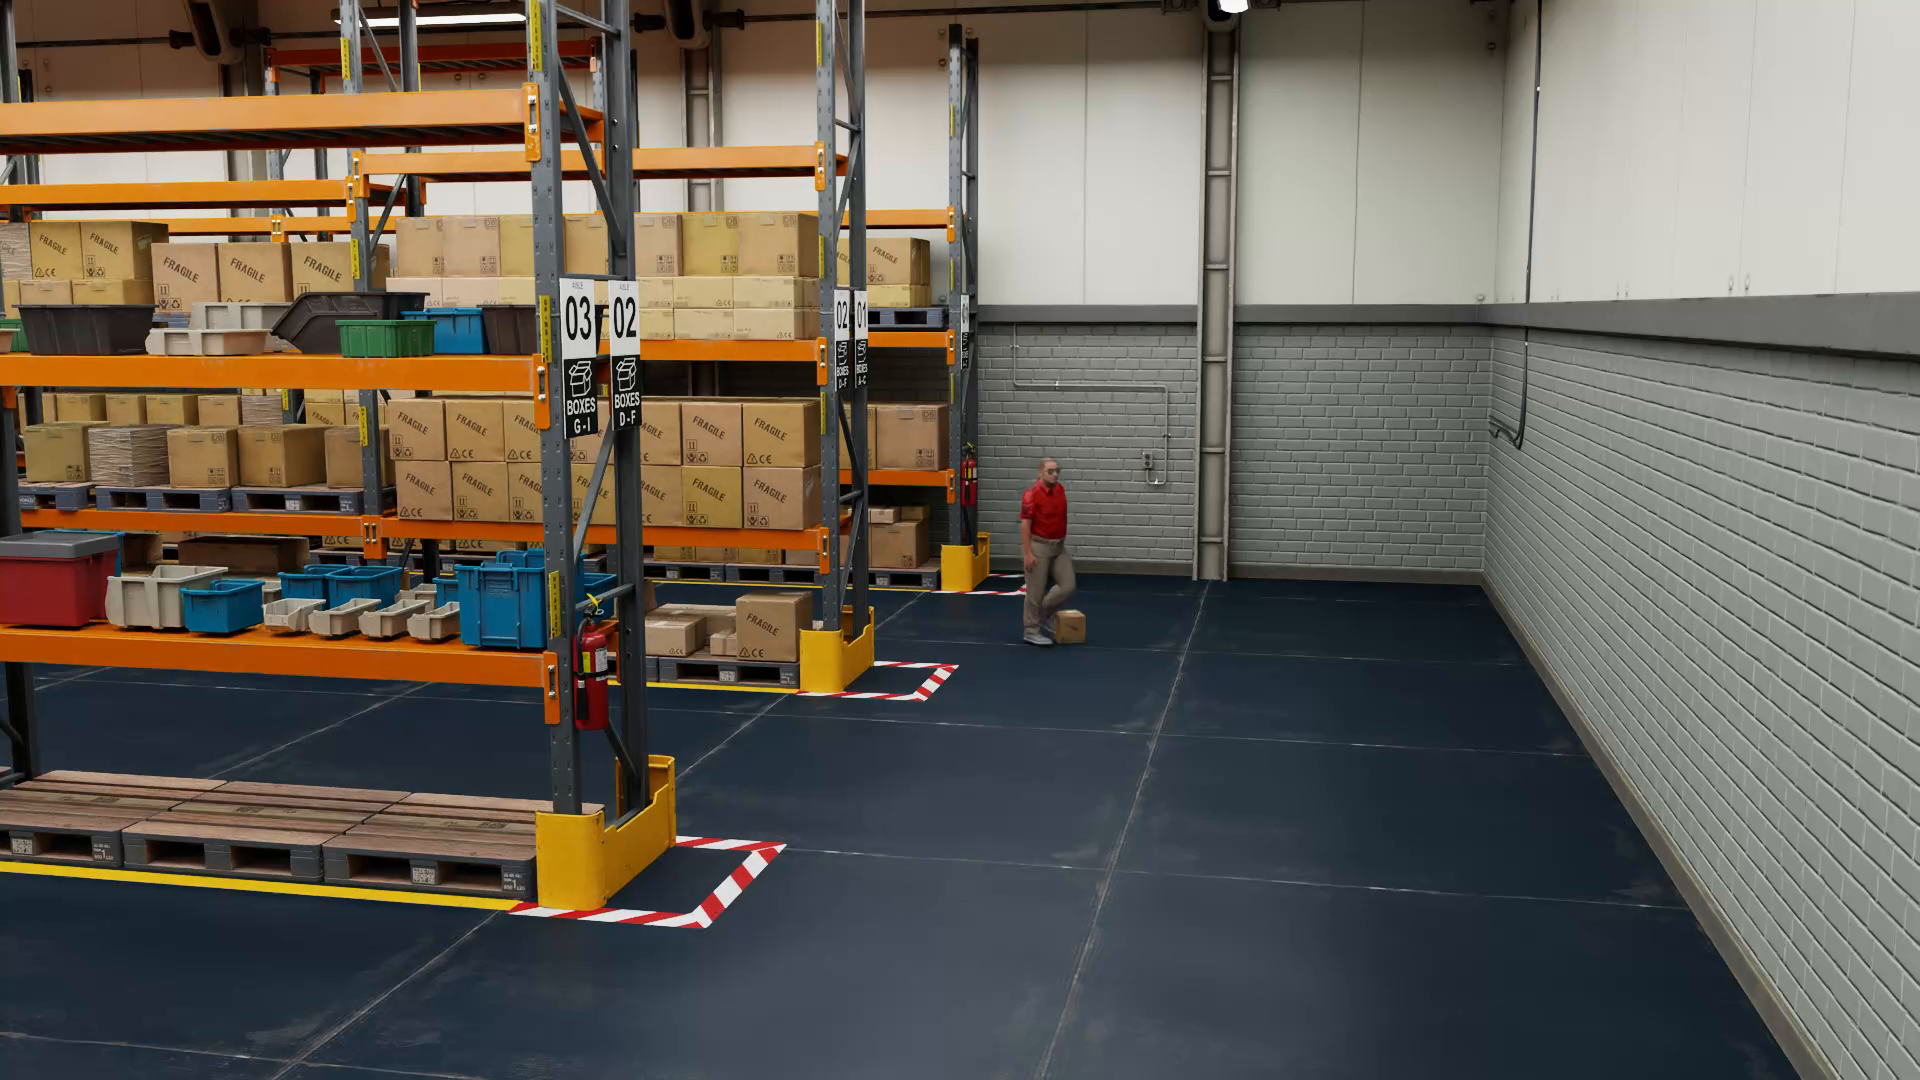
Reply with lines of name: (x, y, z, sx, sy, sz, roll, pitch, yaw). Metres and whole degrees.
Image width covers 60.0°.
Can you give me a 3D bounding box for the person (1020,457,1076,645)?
person: (0.750, 0.096, 15.103, 0.580, 1.718, 0.489, -7, 11, -43)
